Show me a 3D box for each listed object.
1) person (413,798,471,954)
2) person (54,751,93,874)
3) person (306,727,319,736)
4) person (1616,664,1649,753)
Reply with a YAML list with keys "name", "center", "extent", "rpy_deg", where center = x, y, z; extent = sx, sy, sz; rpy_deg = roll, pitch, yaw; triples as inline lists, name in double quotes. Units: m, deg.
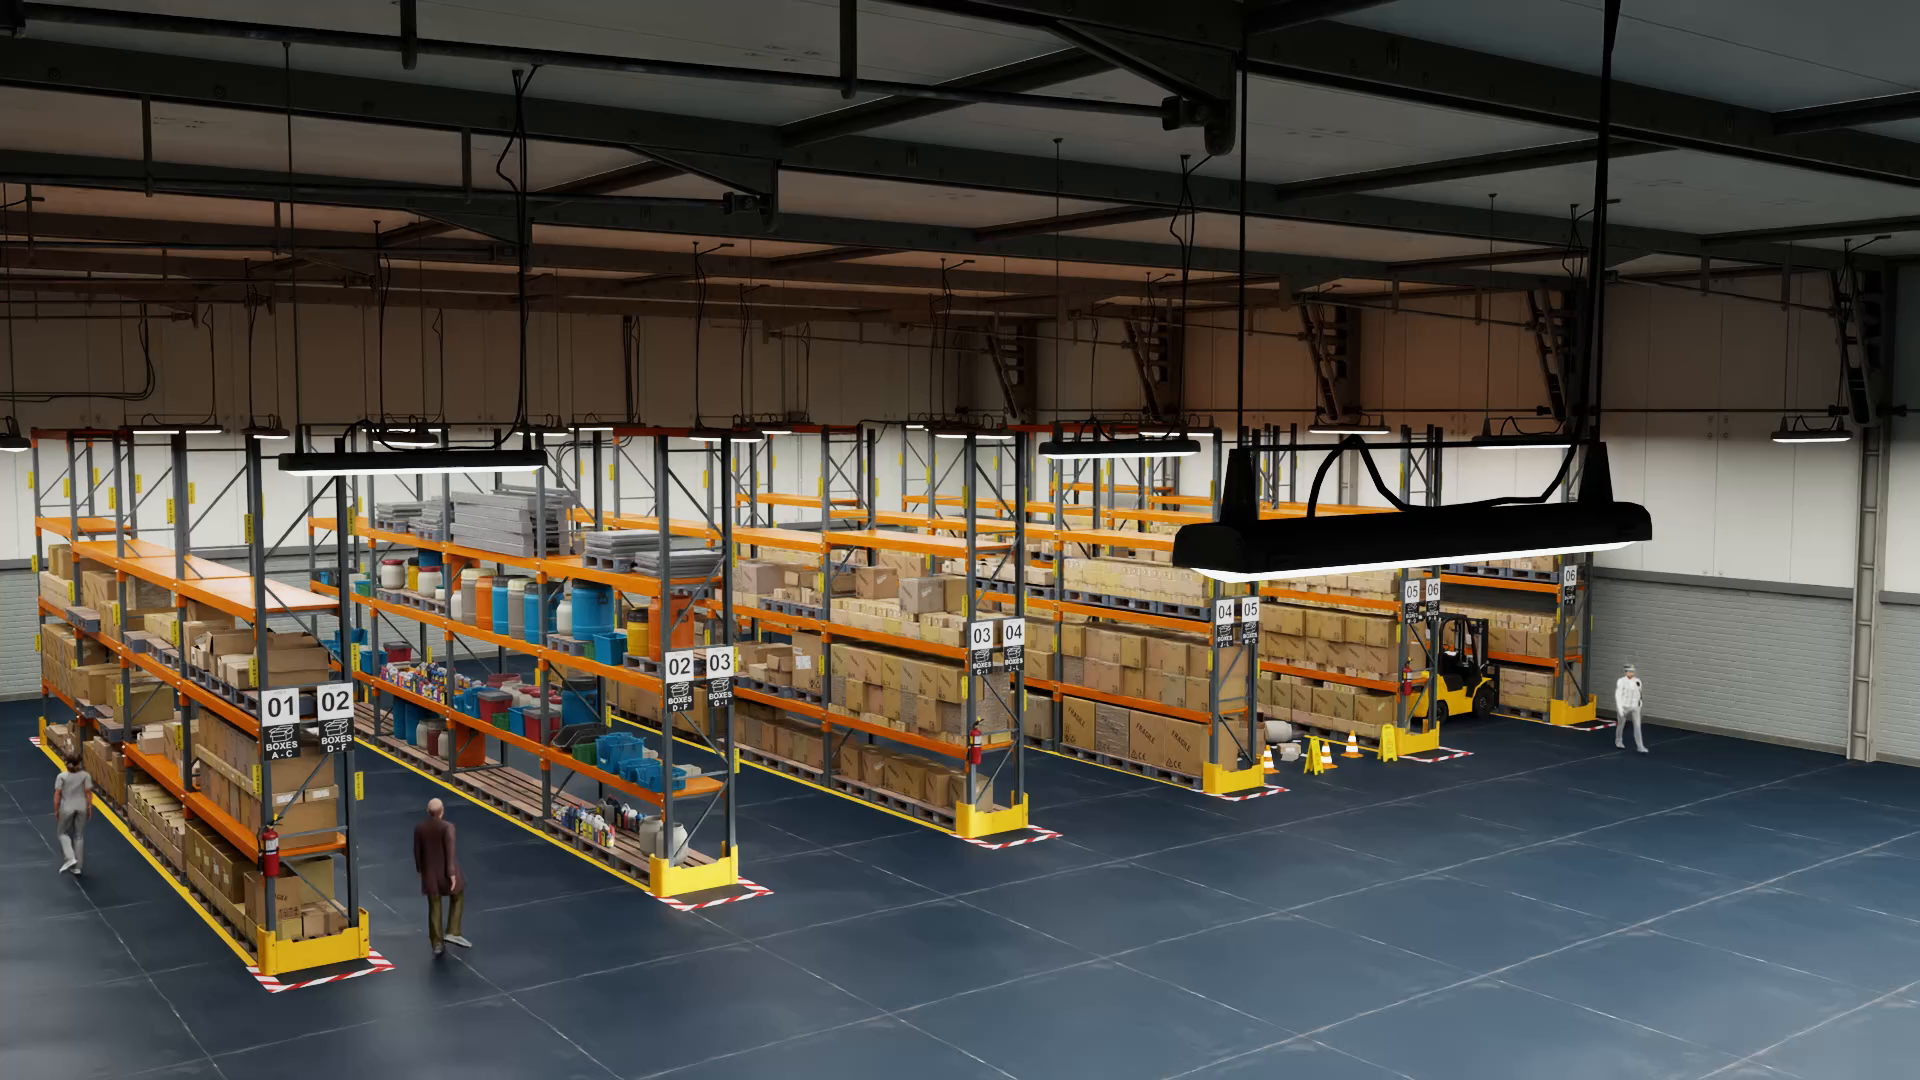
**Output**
- name: "person"
  center: [-6.080, 3.921, 19.404]
  extent: [0.653, 1.794, 0.609]
  rpy_deg: [0, 4, 0]
- name: "person"
  center: [-12.057, 3.711, 22.645]
  extent: [0.465, 1.669, 0.453]
  rpy_deg: [-3, 5, -34]
- name: "person"
  center: [-10.529, 3.409, 26.927]
  extent: [0.972, 1.605, 0.499]
  rpy_deg: [3, 5, 35]
- name: "person"
  center: [12.377, 3.098, 30.696]
  extent: [0.519, 1.609, 1.018]
  rpy_deg: [1, 5, 7]
